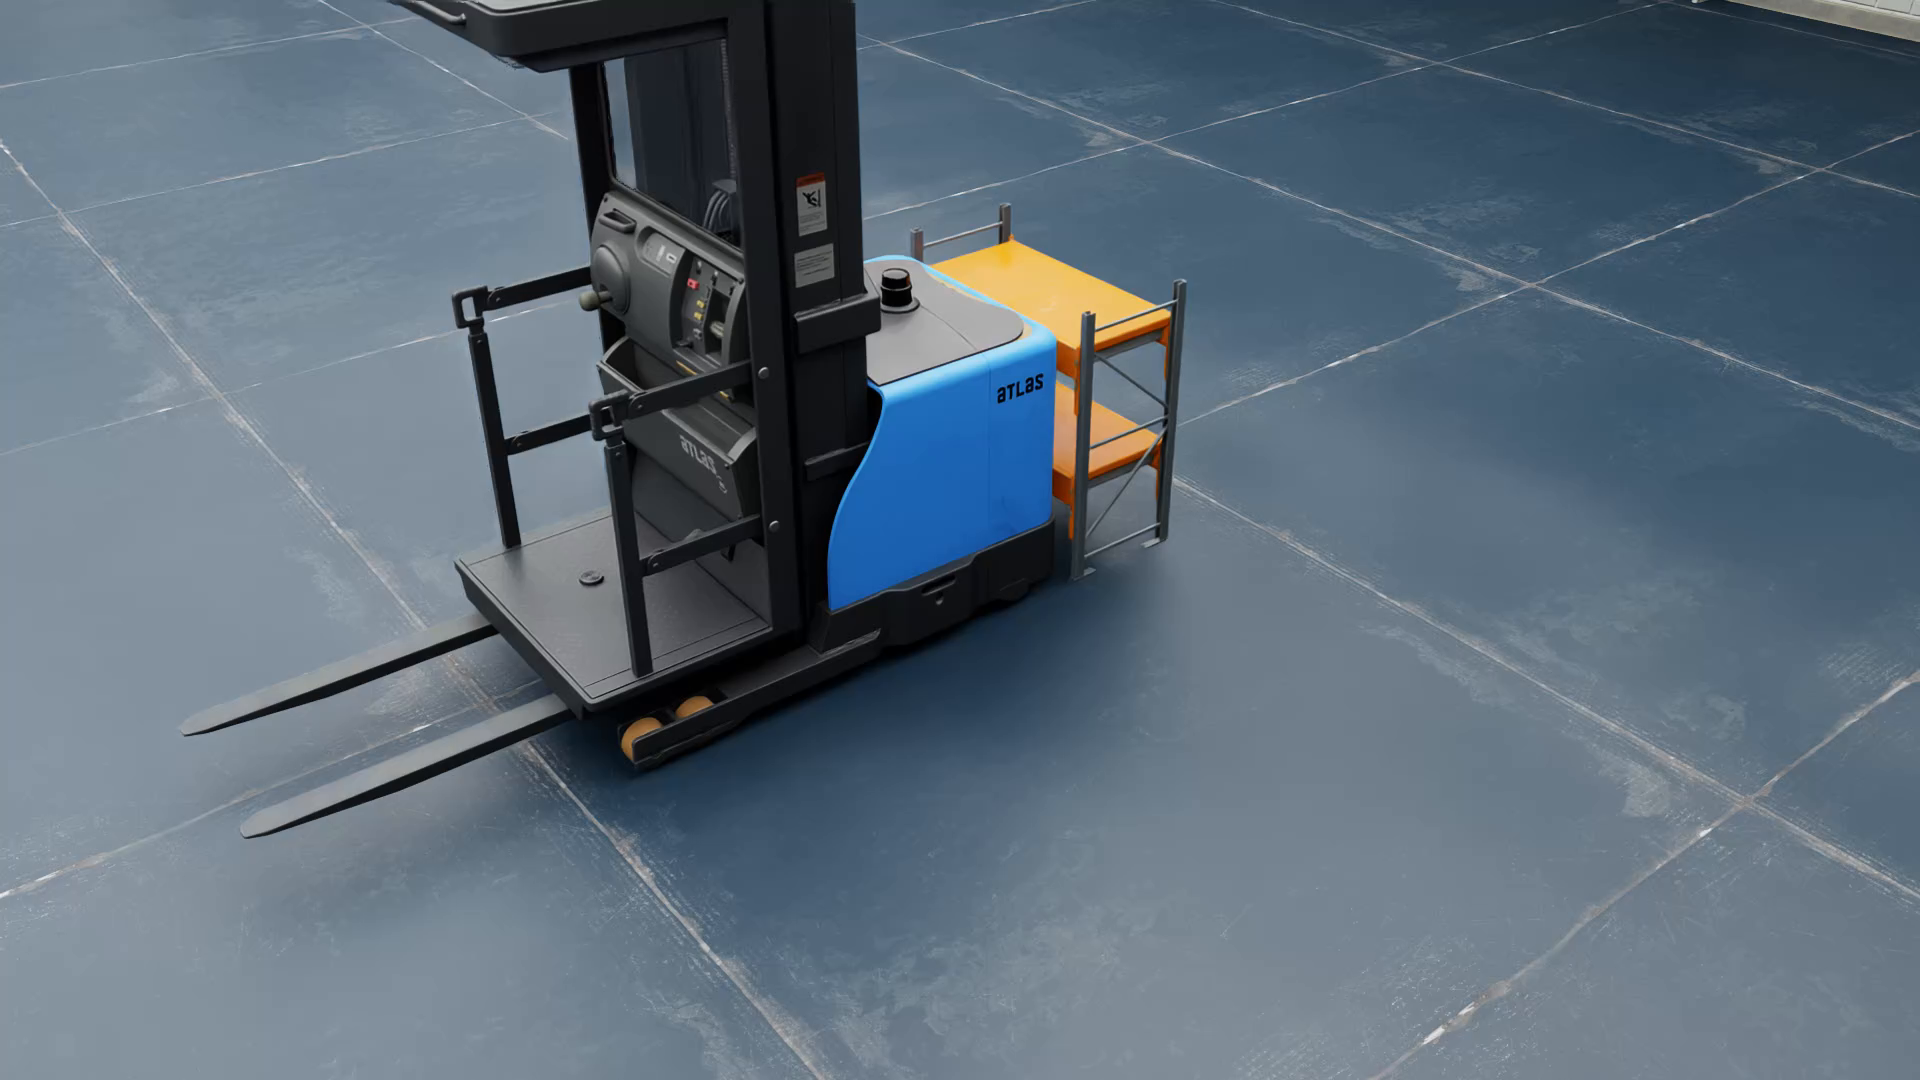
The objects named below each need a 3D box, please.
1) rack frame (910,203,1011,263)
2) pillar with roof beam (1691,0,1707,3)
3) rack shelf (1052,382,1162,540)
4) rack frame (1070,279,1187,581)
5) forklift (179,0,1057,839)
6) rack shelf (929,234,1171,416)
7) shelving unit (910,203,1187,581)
[{"bbox_3d":[0.006,-0.826,7.014,0.500,1.125,0.032,-23,38,-32],"label":"rack frame"},{"bbox_3d":[2.832,-7.100,9.653,9.100,9.000,0.400,-22,38,-31],"label":"pillar with roof beam"},{"bbox_3d":[0.322,-0.408,6.804,0.538,0.278,1.000,-23,38,-32],"label":"rack shelf"},{"bbox_3d":[0.637,-0.406,6.337,0.500,1.125,0.032,-23,38,-32],"label":"rack frame"},{"bbox_3d":[-1.116,-0.802,5.263,3.031,2.935,1.130,-22,38,-31],"label":"forklift"},{"bbox_3d":[0.322,-0.865,6.521,0.538,0.278,1.000,-23,38,-32],"label":"rack shelf"},{"bbox_3d":[0.322,-0.616,6.675,0.538,1.125,1.048,-23,38,-32],"label":"shelving unit"}]
